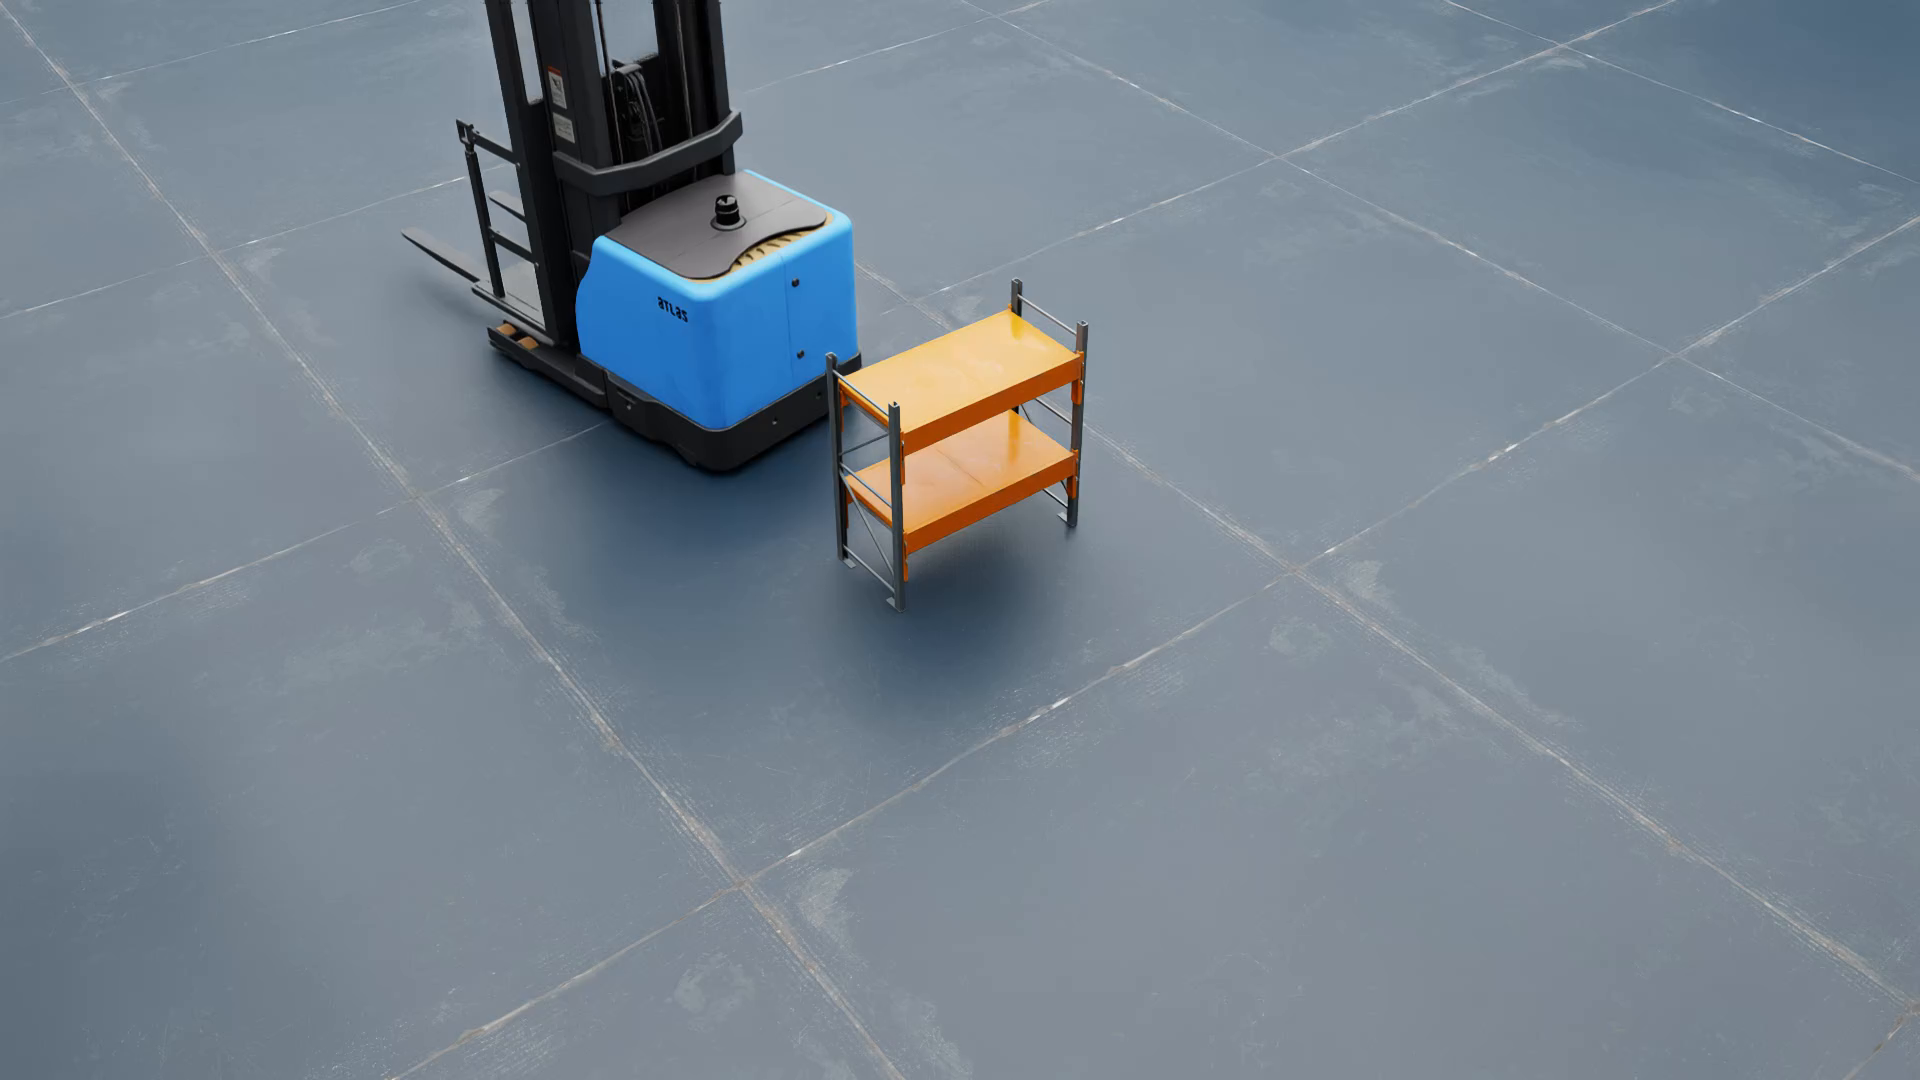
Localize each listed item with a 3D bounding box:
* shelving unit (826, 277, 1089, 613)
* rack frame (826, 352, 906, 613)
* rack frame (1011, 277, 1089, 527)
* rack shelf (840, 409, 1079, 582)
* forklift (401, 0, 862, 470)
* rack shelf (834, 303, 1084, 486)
[{"bbox_3d":[-0.005,-0.432,7.524,1.048,1.125,0.538,-26,46,-28],"label":"shelving unit"},{"bbox_3d":[-0.408,-0.236,7.284,0.032,1.125,0.500,-26,46,-28],"label":"rack frame"},{"bbox_3d":[0.398,-0.629,7.763,0.032,1.125,0.500,-26,46,-28],"label":"rack frame"},{"bbox_3d":[-0.005,-0.243,7.679,1.000,0.278,0.538,-26,46,-28],"label":"rack shelf"},{"bbox_3d":[-1.939,-2.284,8.357,3.031,2.935,1.130,30,48,31],"label":"forklift"},{"bbox_3d":[-0.005,-0.659,7.338,1.000,0.278,0.538,-26,46,-28],"label":"rack shelf"}]
